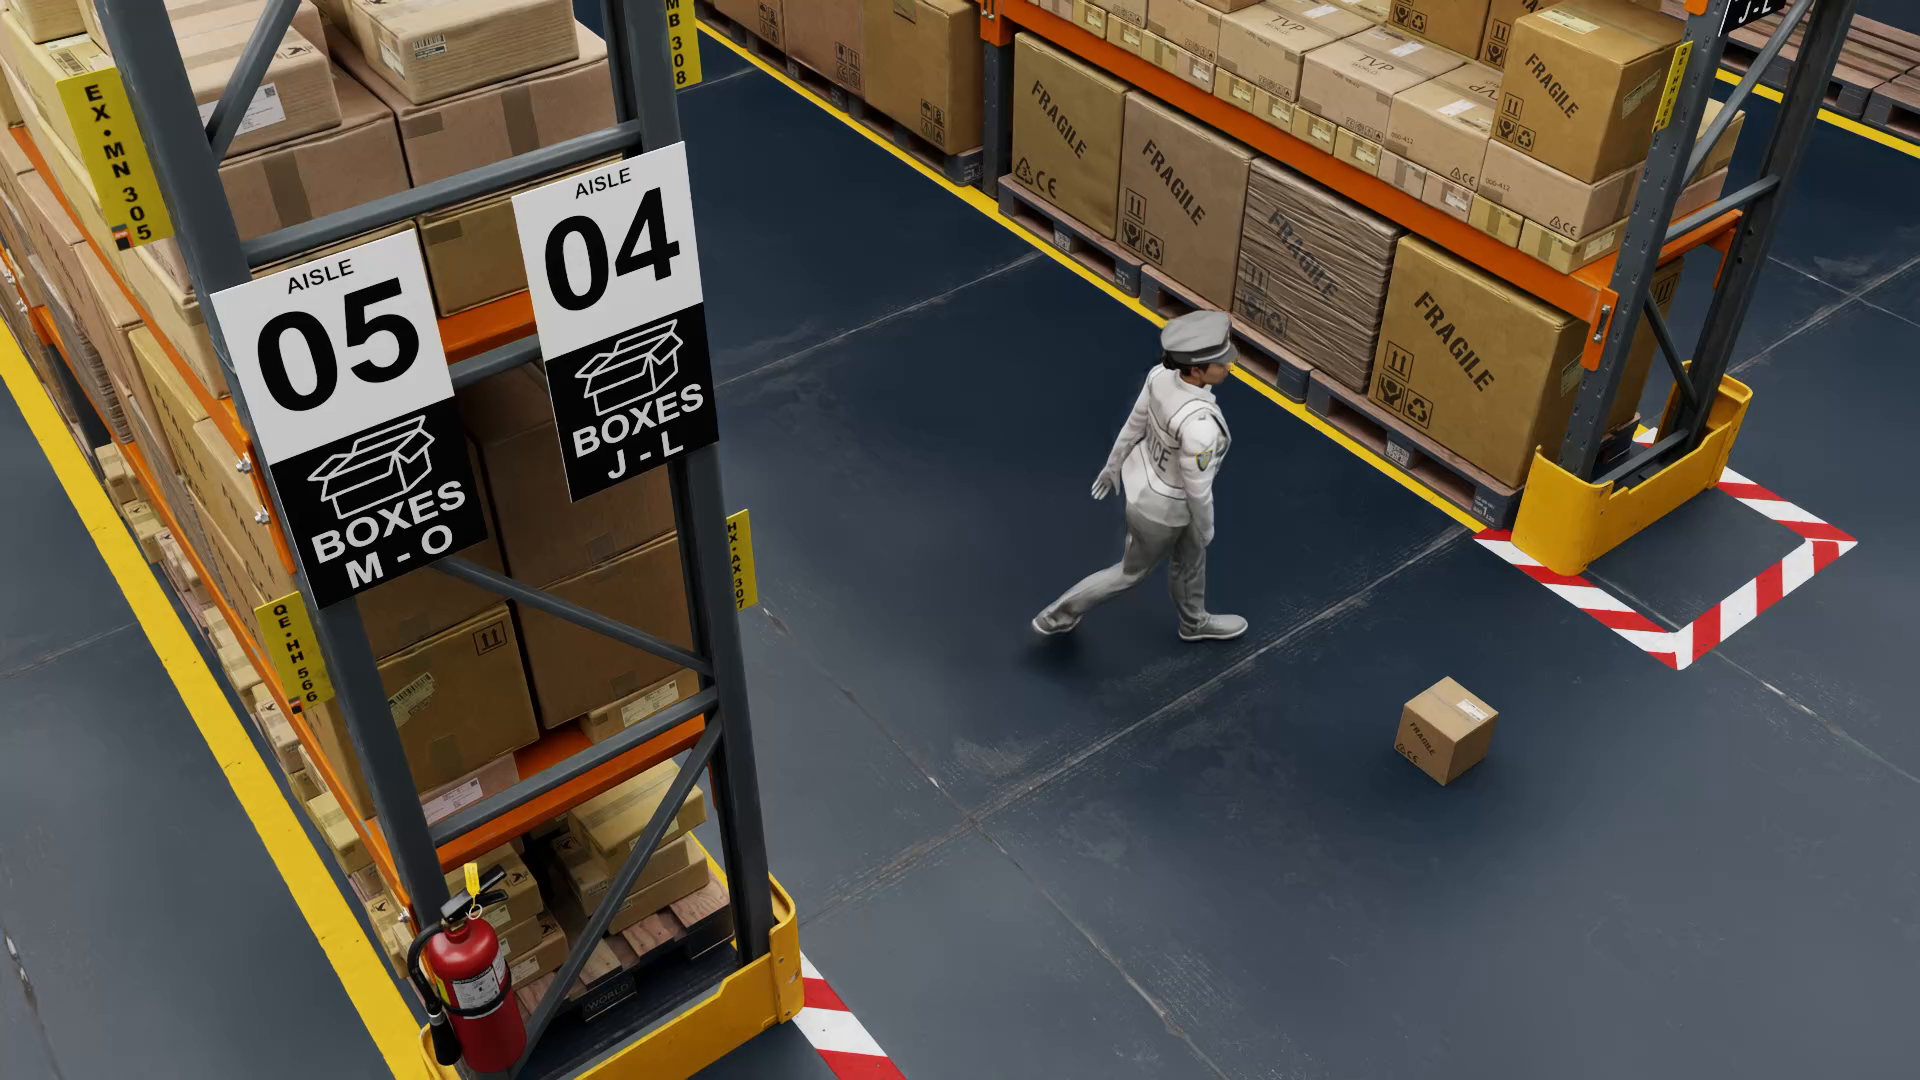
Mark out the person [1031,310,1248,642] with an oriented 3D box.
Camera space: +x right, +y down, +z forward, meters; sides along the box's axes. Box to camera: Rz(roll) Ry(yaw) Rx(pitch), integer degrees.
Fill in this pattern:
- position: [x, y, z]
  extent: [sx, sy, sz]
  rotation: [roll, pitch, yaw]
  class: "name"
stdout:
- position: [0.751, -0.150, 6.331]
  extent: [0.913, 1.633, 0.523]
  rotation: [-5, 41, -6]
  class: "person"
